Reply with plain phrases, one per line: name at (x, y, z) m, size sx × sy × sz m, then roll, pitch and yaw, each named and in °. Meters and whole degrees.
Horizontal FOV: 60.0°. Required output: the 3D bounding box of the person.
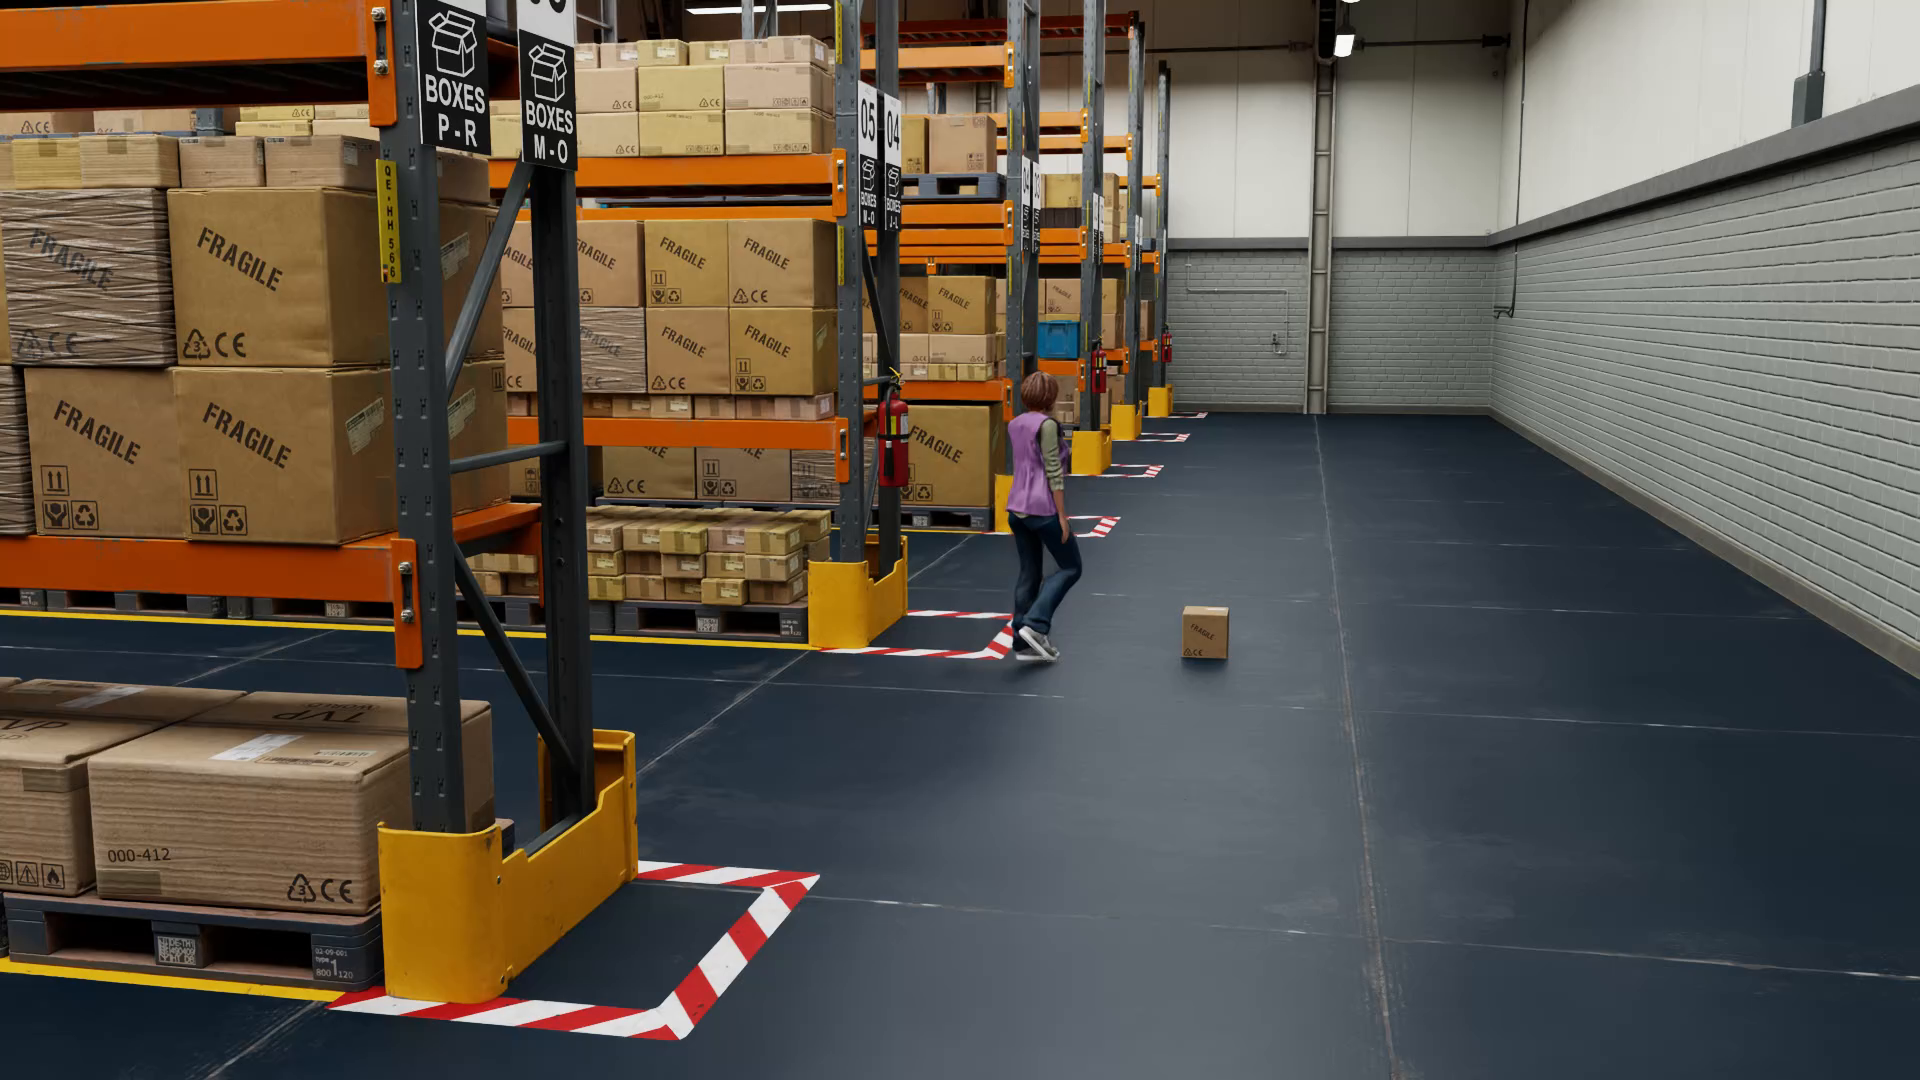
person at (0.437, -0.127, 9.133) m, size 0.400 × 1.594 × 0.479 m, roll -5°, pitch 10°, yaw -30°
